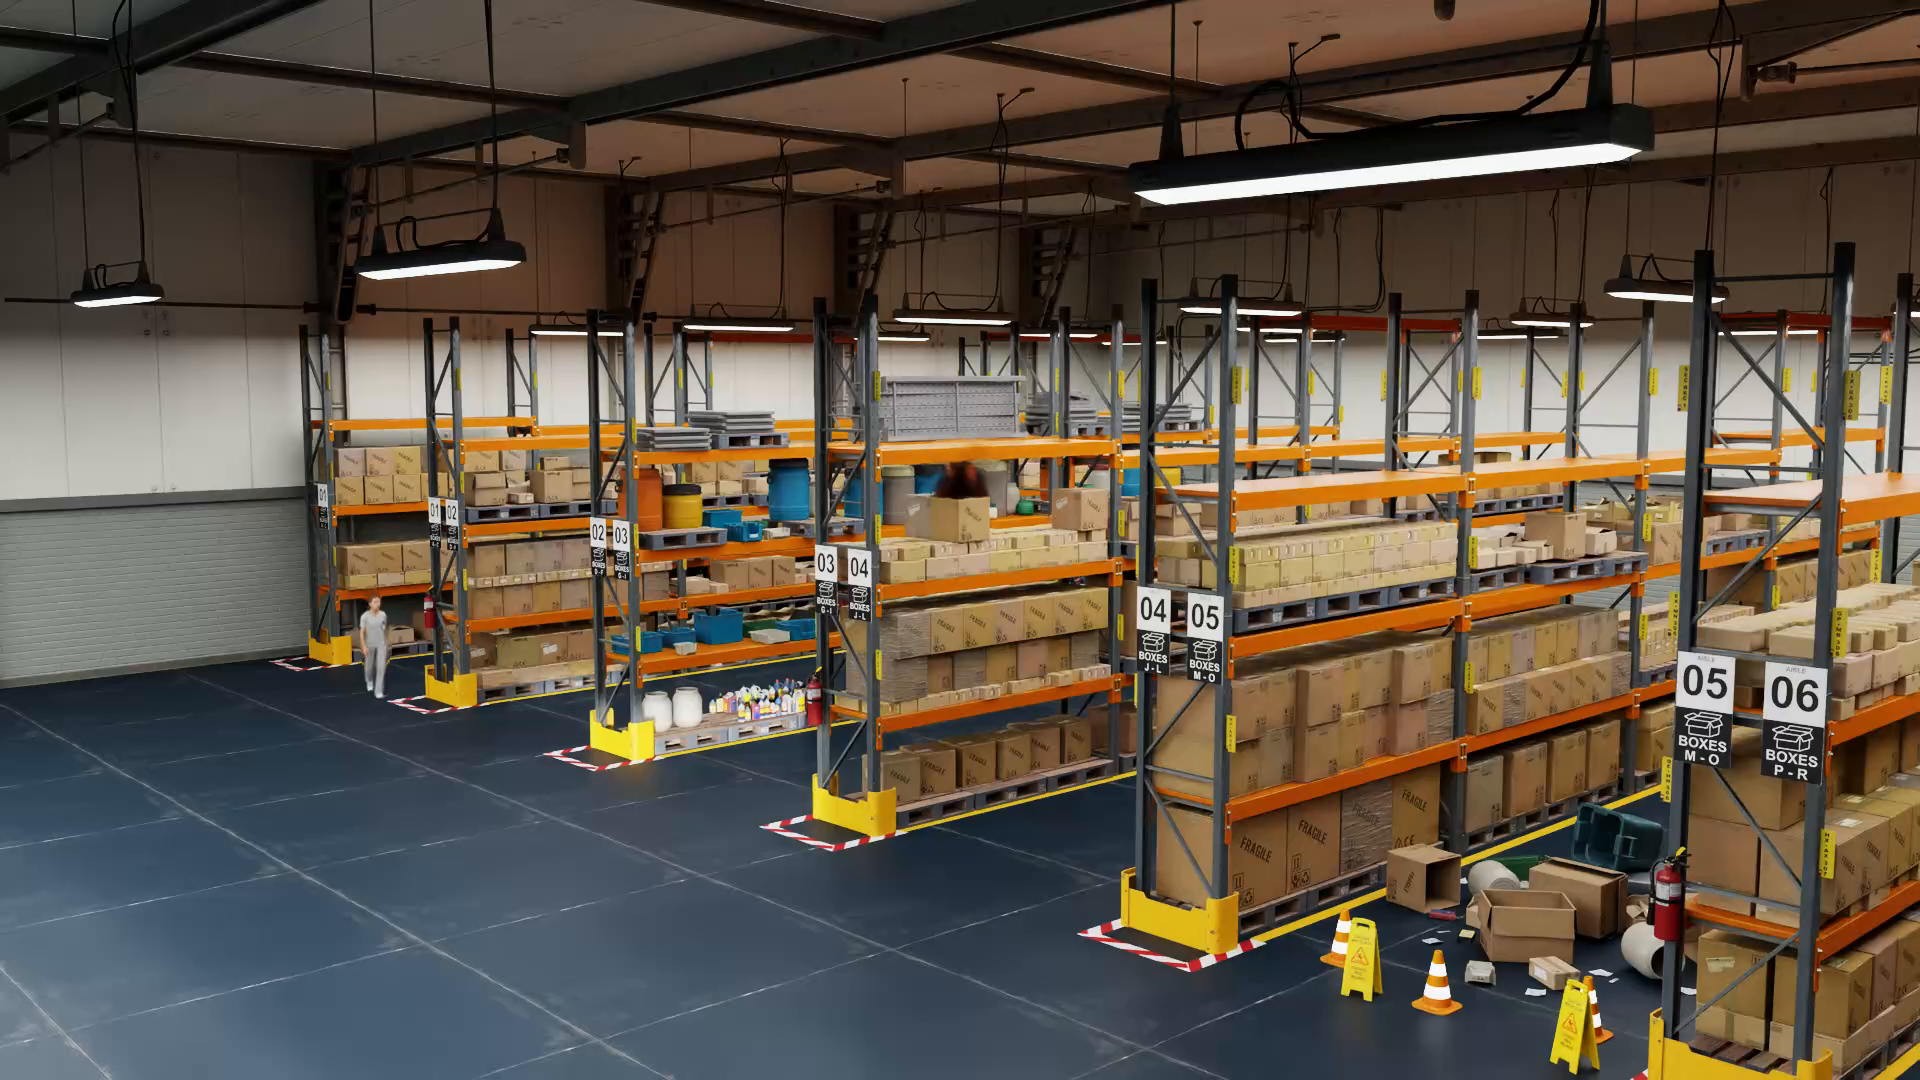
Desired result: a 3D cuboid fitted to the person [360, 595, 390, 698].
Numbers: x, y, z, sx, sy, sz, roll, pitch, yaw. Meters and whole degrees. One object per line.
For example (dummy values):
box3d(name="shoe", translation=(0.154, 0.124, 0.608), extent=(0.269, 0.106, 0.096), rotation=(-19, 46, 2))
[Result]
box3d(name="person", translation=(-9.310, 1.673, 26.461), extent=(0.445, 1.637, 0.776), rotation=(-2, 6, -20))

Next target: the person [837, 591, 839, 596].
box3d(name="person", translation=(-2.621, 0.894, 34.467), extent=(0.445, 1.604, 0.396), rotation=(-4, 7, -36))
